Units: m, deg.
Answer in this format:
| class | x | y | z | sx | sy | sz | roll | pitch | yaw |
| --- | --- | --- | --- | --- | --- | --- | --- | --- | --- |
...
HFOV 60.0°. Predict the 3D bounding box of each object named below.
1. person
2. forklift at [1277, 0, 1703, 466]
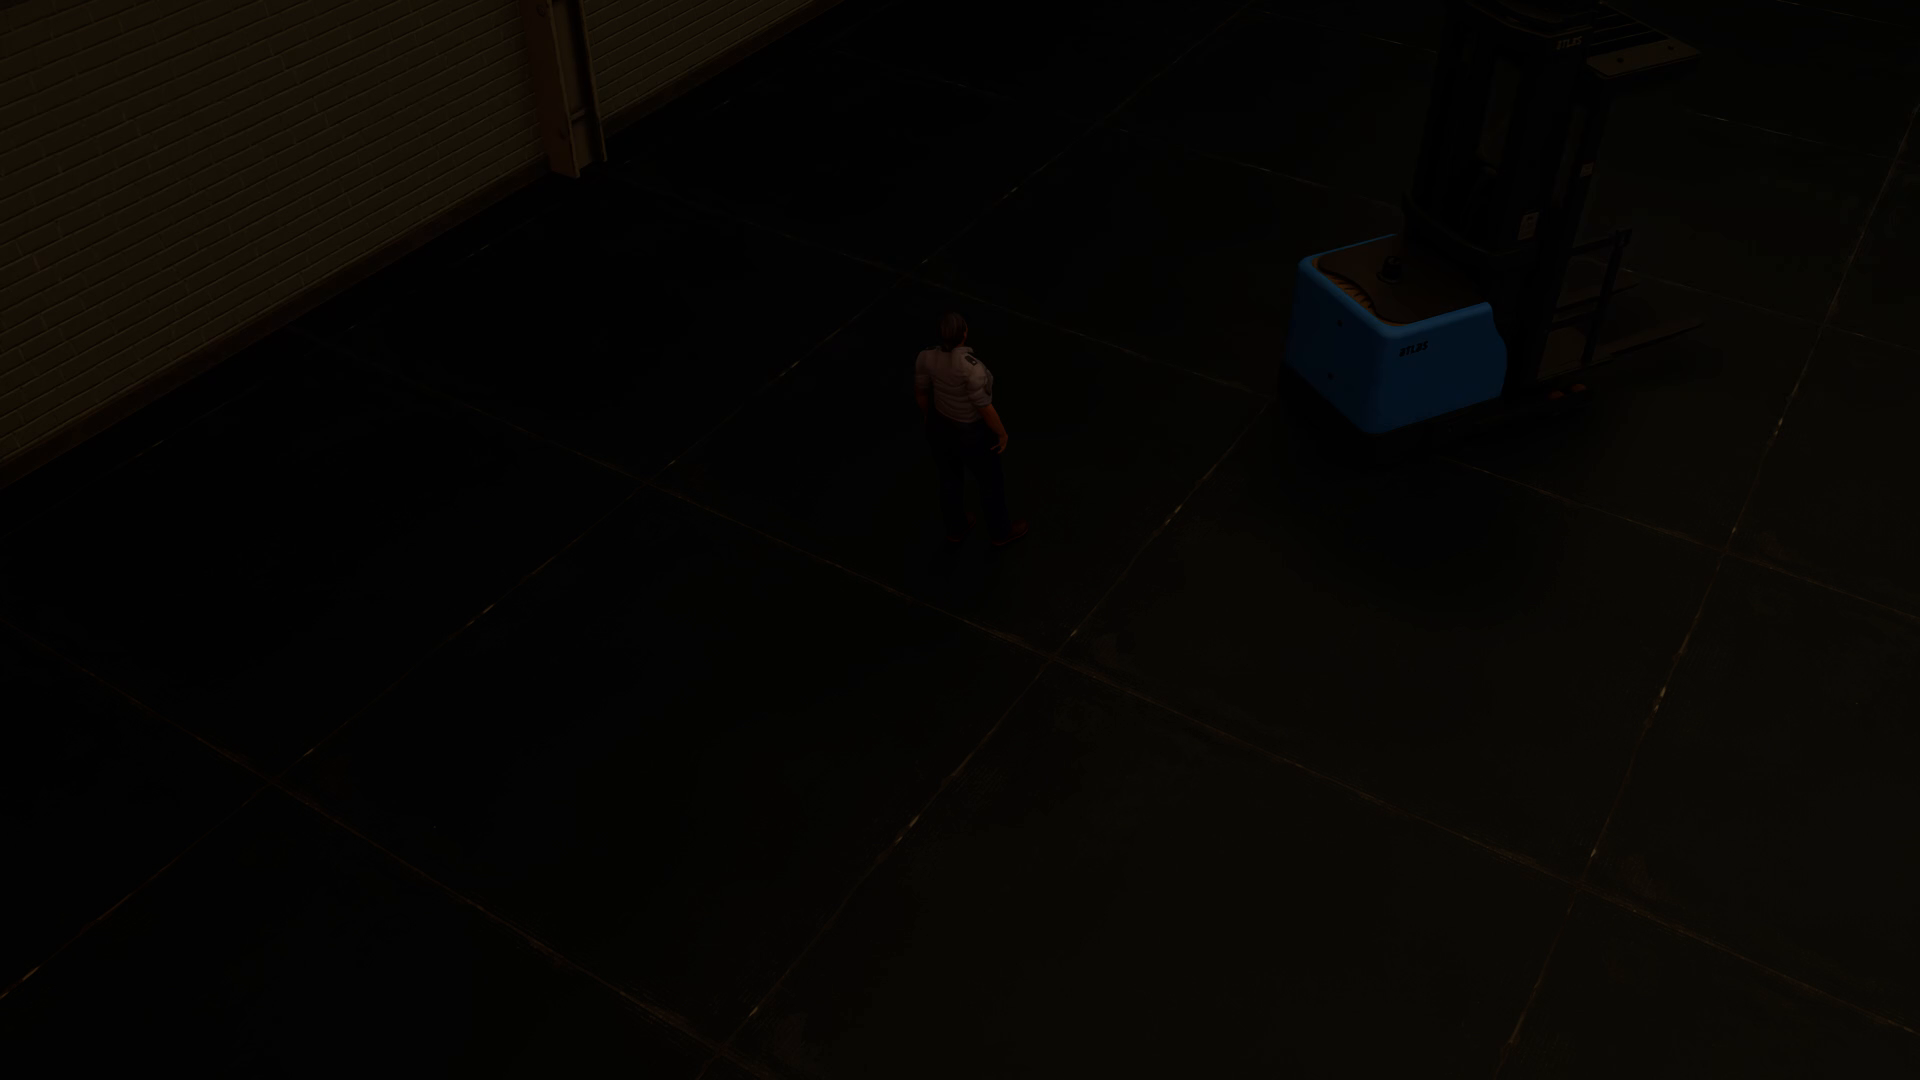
| class | x | y | z | sx | sy | sz | roll | pitch | yaw |
| --- | --- | --- | --- | --- | --- | --- | --- | --- | --- |
| person | 0.067 | -0.675 | 9.745 | 0.599 | 1.650 | 0.503 | 22 | 45 | 24 |
| forklift | 3.718 | -2.247 | 10.619 | 3.031 | 2.935 | 1.130 | -17 | 43 | -19 |
